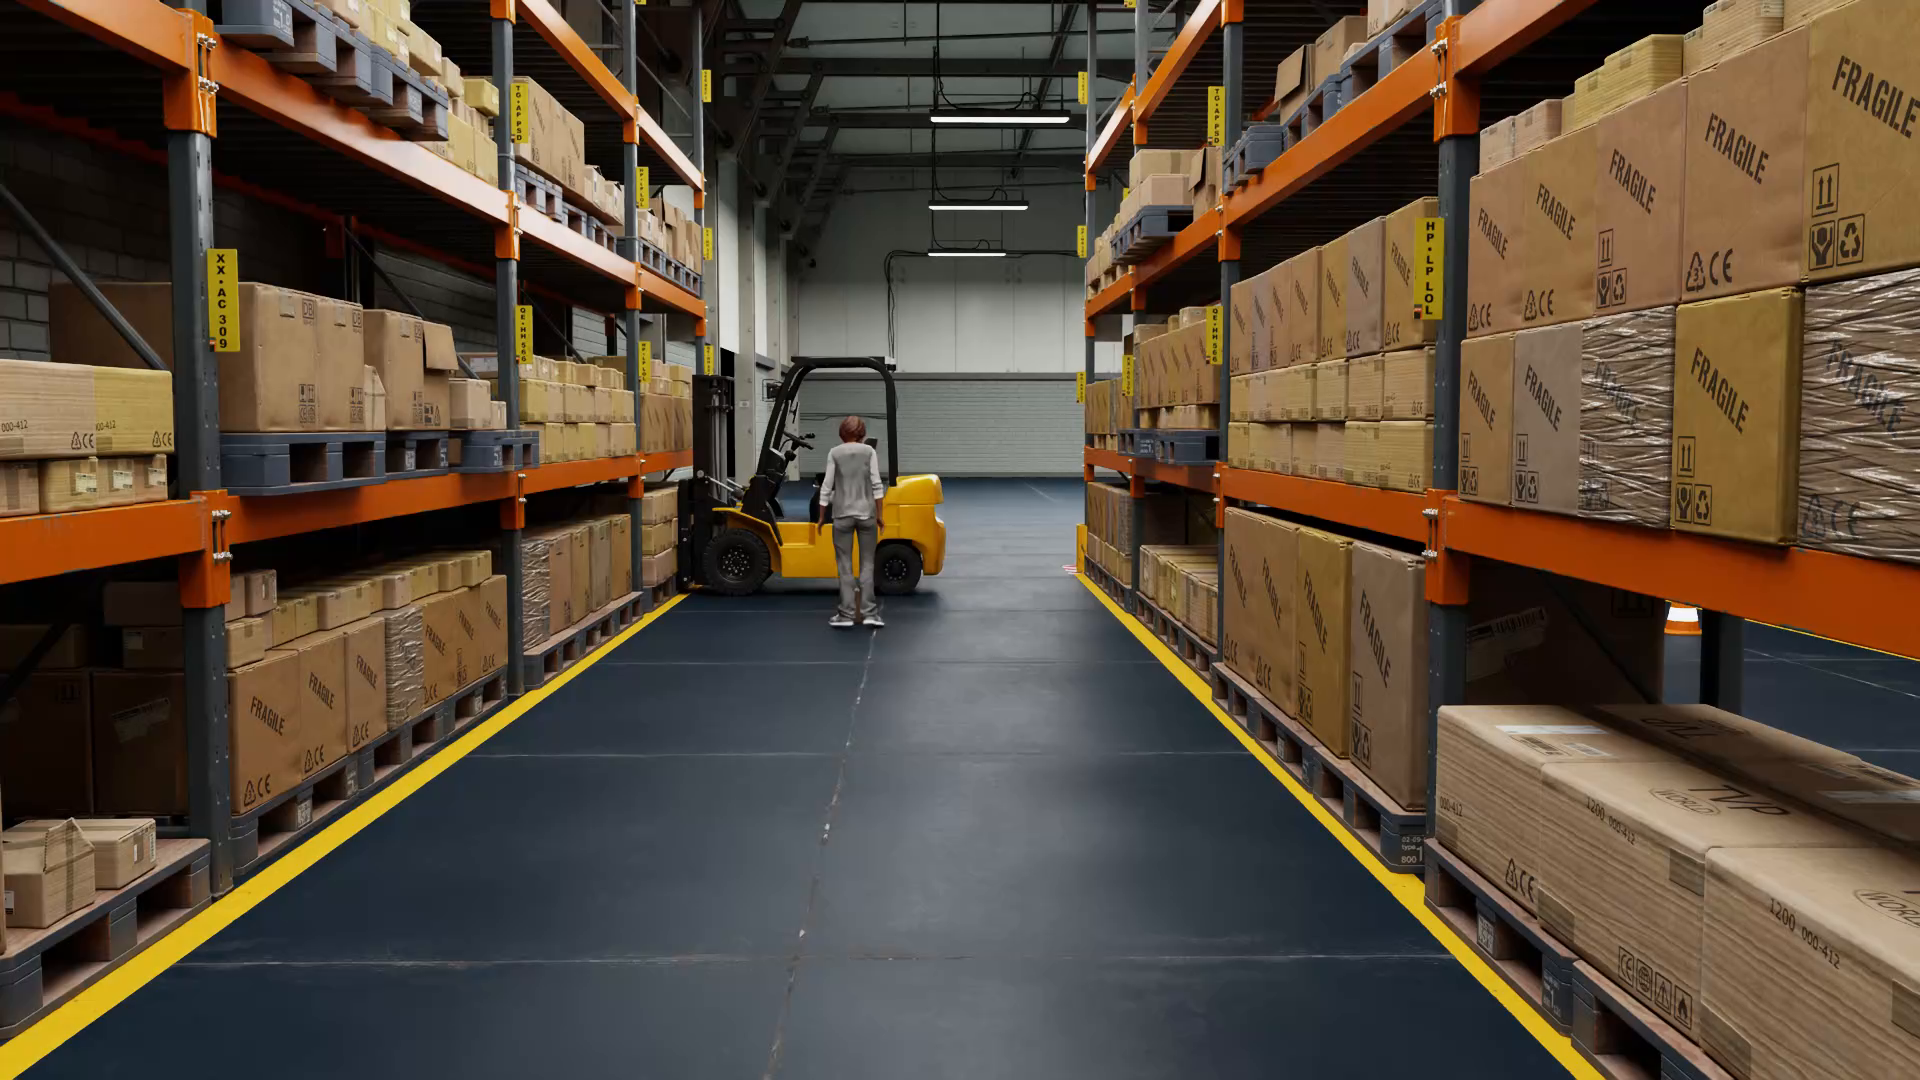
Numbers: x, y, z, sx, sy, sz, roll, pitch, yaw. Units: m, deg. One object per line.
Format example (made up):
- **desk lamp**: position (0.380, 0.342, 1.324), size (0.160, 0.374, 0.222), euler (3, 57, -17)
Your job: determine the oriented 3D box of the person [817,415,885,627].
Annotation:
- **person**: position (-0.812, -0.124, 12.542), size (0.511, 1.594, 0.326), euler (-1, 4, -11)
